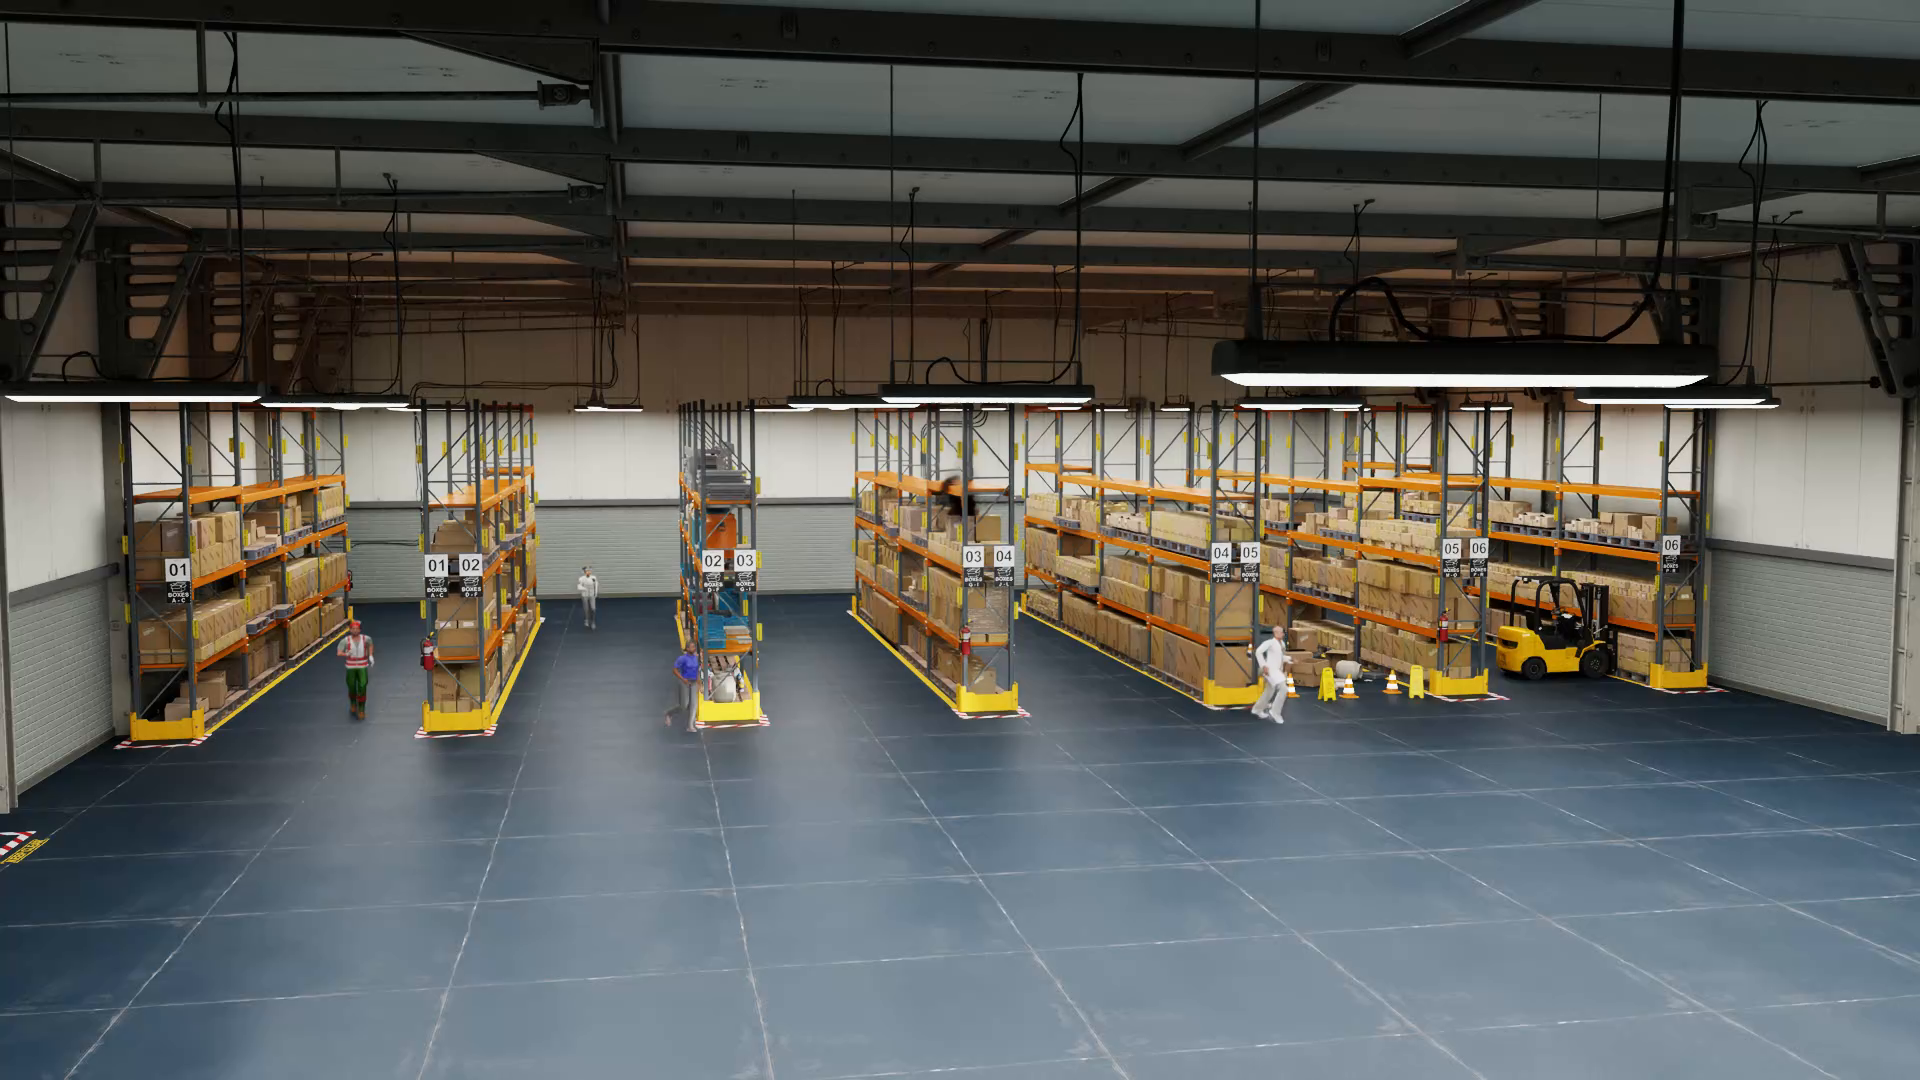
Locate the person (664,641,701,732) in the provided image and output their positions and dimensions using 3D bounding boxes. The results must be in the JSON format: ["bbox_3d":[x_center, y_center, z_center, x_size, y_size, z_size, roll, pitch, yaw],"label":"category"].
[{"bbox_3d":[-4.930,2.643,30.200,0.803,1.602,0.638,3,5,37],"label":"person"}]

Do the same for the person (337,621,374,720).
[{"bbox_3d":[-11.421,2.434,31.434,0.660,1.823,0.903,-2,5,-22],"label":"person"}]

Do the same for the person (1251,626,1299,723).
[{"bbox_3d":[5.864,2.520,31.057,0.915,1.809,0.632,3,5,31],"label":"person"}]

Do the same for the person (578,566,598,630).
[{"bbox_3d":[-9.937,1.536,44.449,0.556,1.726,0.770,-1,5,-17],"label":"person"}]
